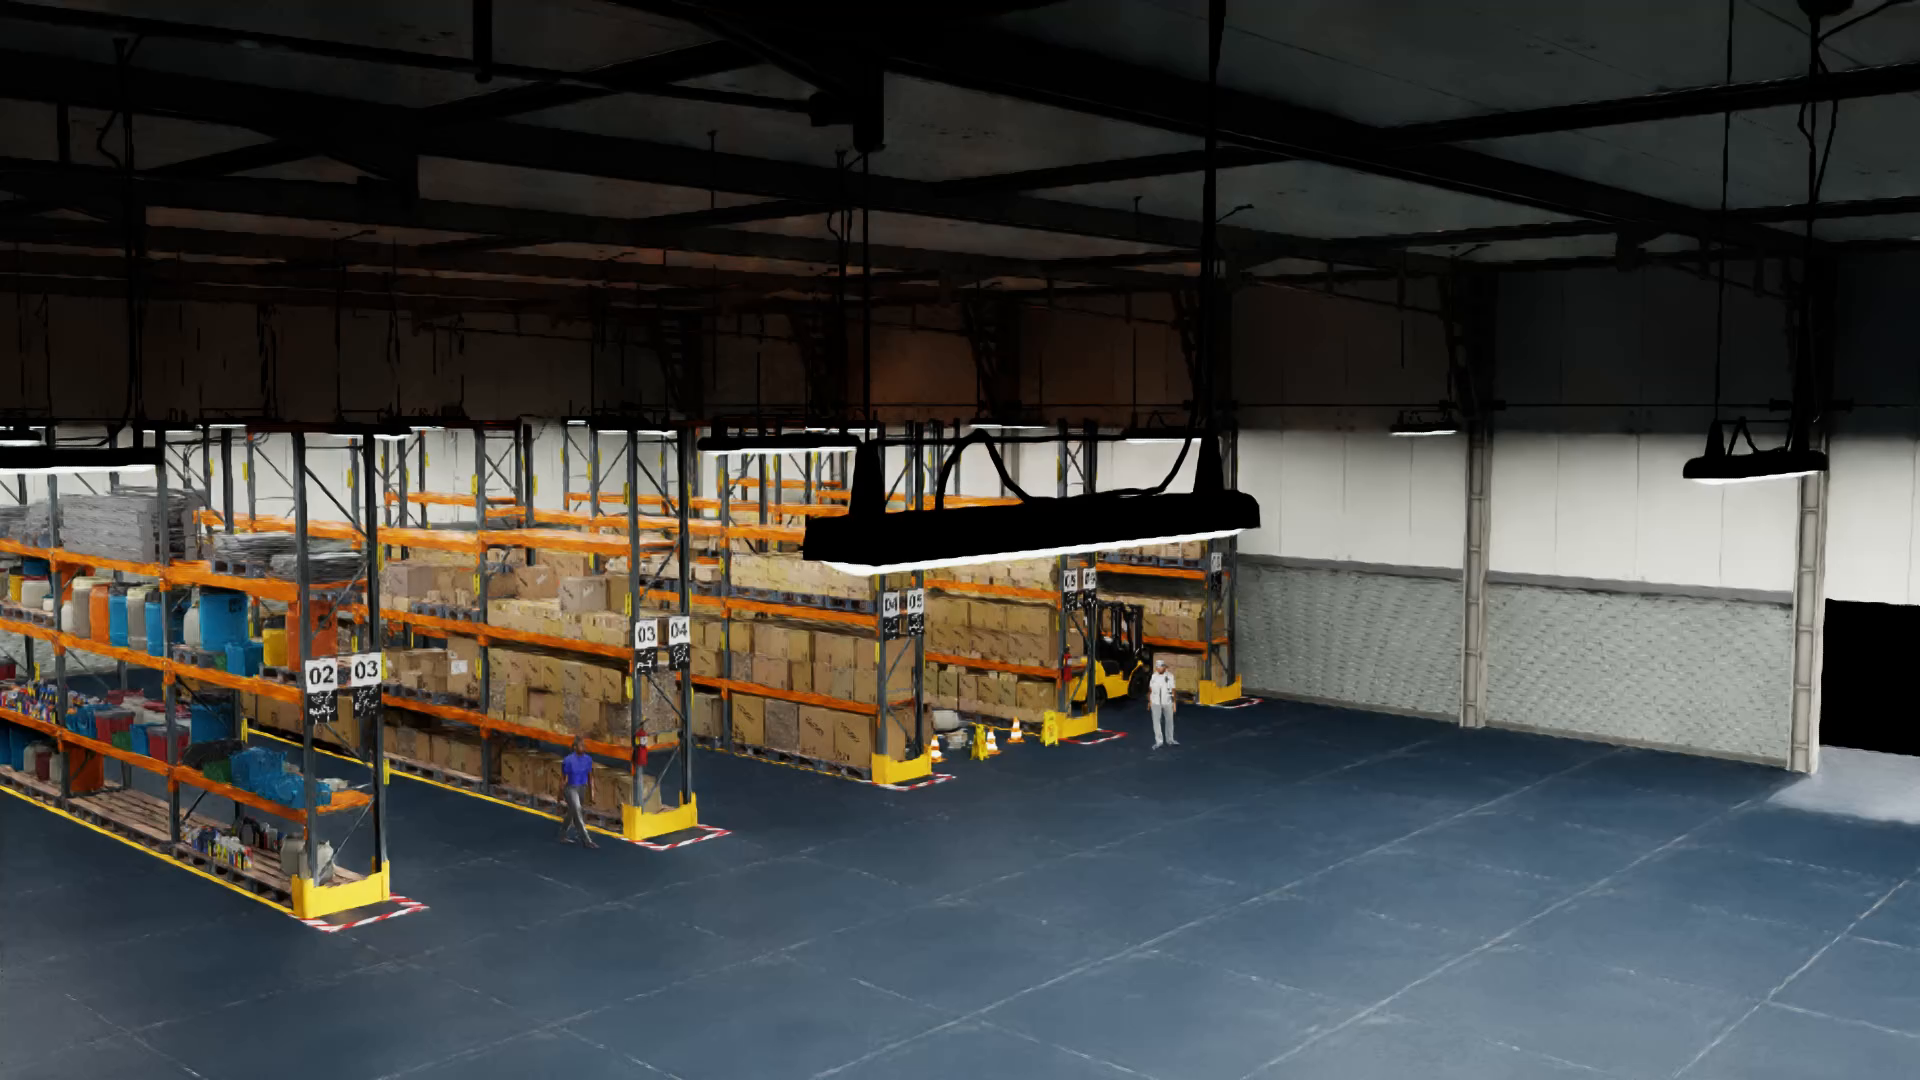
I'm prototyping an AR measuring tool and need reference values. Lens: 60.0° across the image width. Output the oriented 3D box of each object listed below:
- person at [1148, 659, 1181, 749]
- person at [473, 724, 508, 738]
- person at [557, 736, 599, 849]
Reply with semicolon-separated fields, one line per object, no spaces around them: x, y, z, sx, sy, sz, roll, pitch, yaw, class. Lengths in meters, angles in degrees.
3.765;3.008;30.693;0.594;1.652;0.535;1;5;15;person
-8.543;3.030;30.212;1.115;1.648;0.543;5;6;44;person
-5.417;3.578;23.698;1.012;1.588;0.464;4;6;37;person
